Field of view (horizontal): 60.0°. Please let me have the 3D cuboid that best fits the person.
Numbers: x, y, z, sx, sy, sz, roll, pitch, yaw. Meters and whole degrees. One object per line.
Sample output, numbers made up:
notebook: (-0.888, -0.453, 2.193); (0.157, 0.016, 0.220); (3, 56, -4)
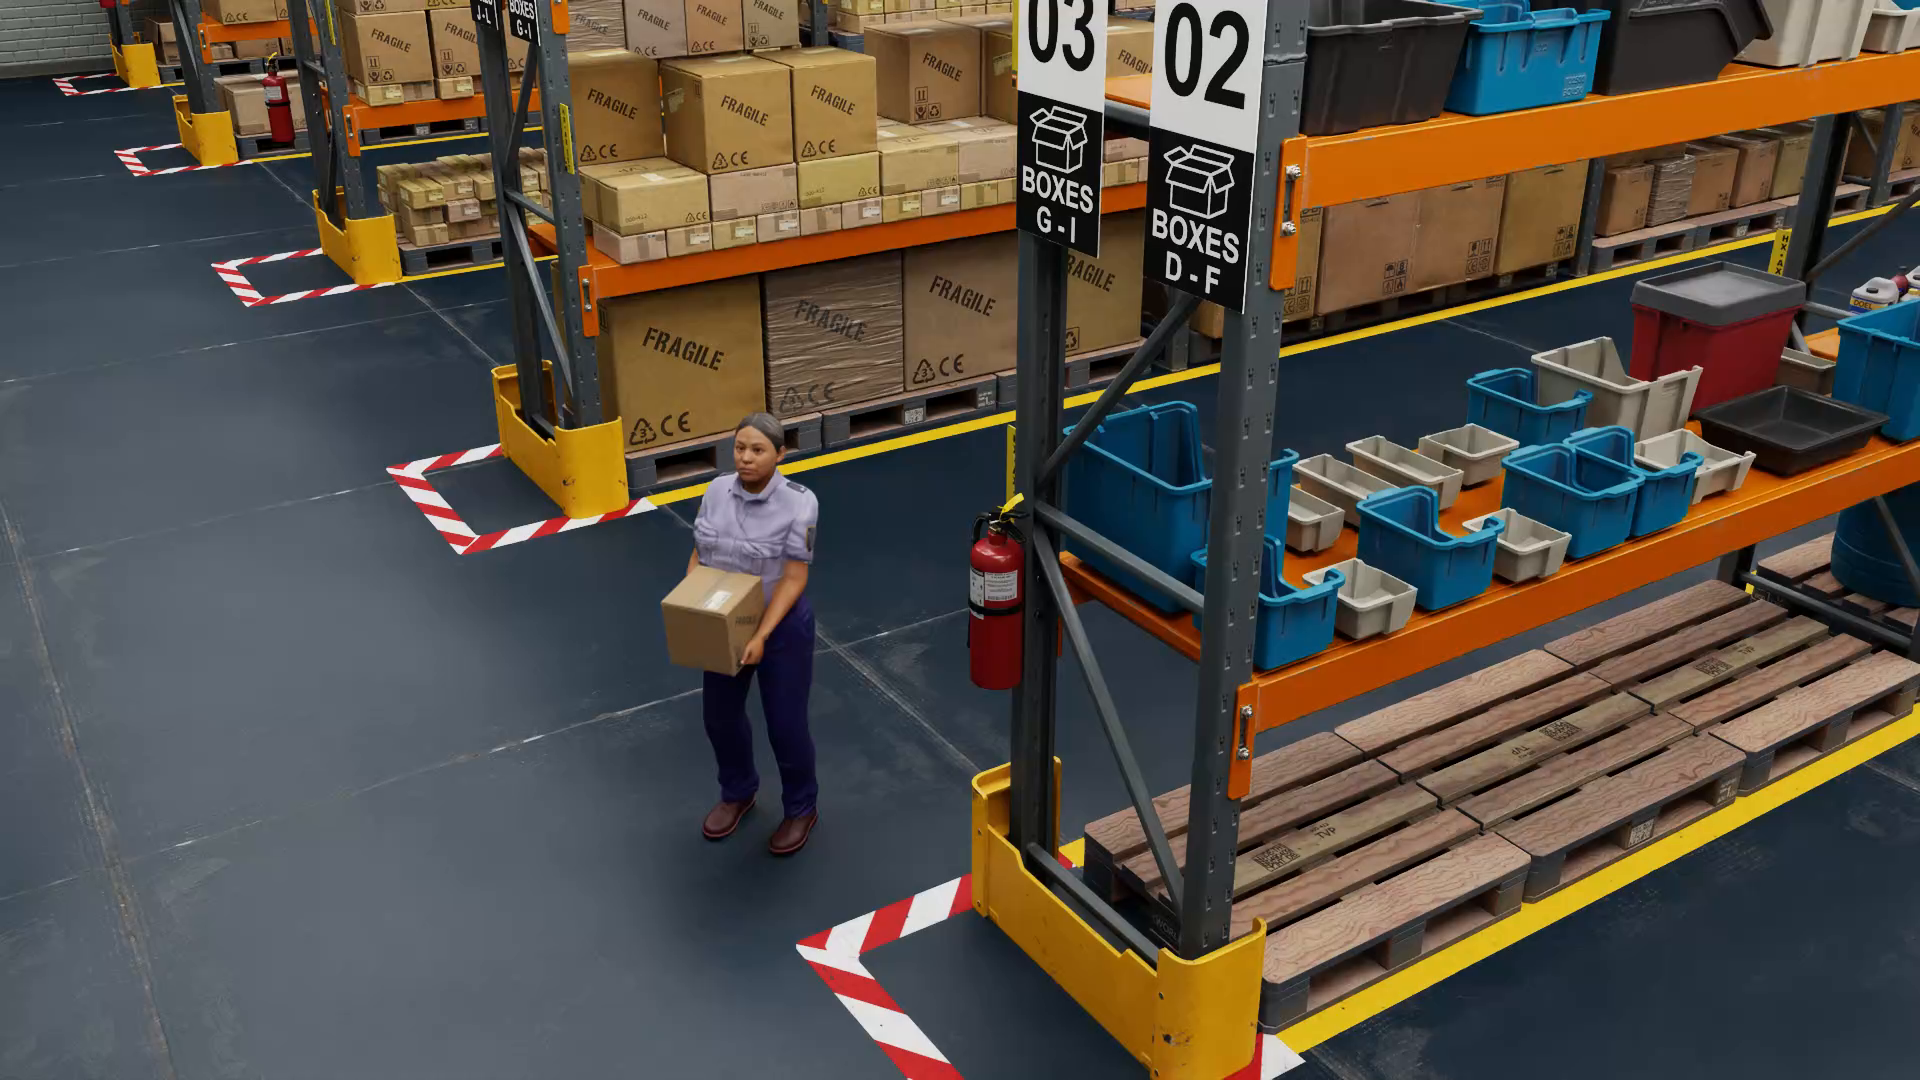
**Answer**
person: (-0.750, 0.362, 5.872); (0.452, 1.634, 0.515); (10, 27, 20)
